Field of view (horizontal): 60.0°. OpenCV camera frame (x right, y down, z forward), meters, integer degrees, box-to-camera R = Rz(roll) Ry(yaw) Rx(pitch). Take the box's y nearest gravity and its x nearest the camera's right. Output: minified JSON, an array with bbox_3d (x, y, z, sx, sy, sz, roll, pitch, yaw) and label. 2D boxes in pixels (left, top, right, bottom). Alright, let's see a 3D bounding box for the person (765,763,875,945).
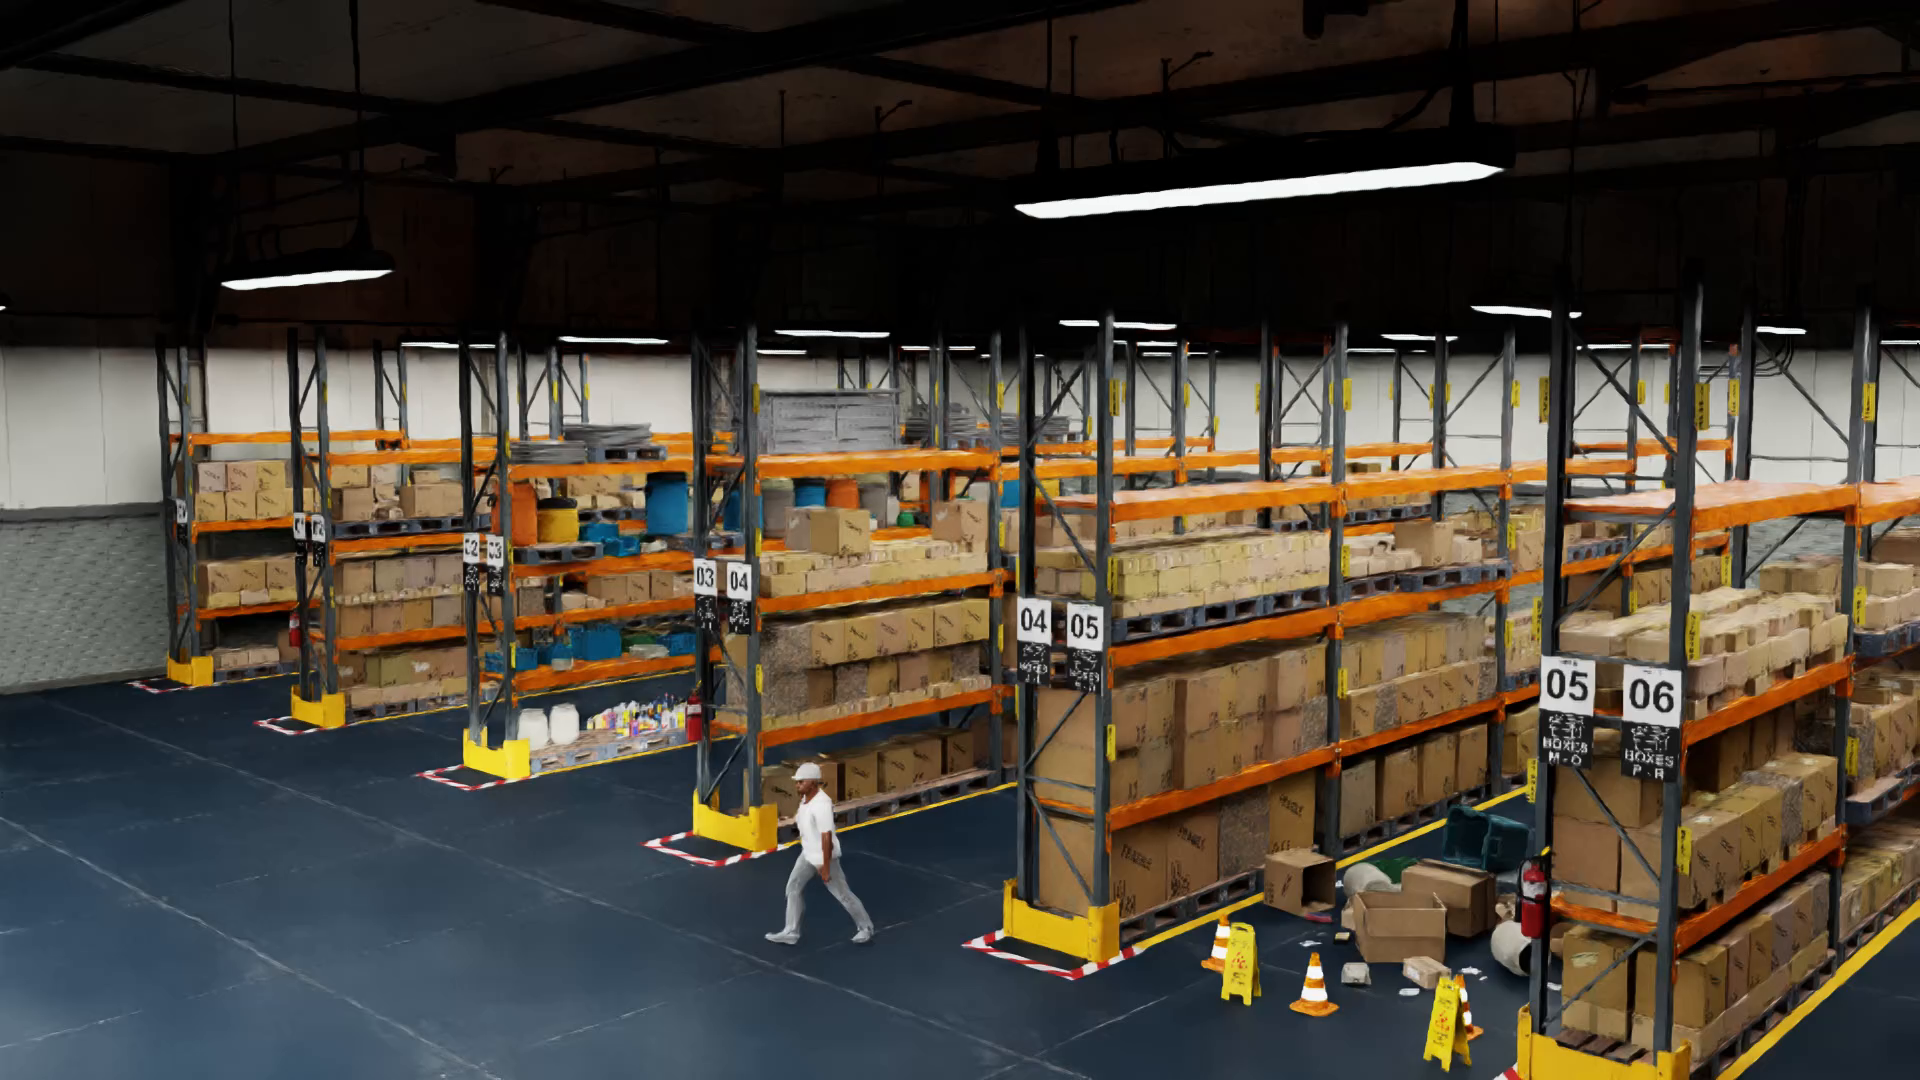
[{"bbox_3d":[-1.279,2.886,15.275,0.973,1.712,0.615,-3,6,-26],"label":"person"}]
